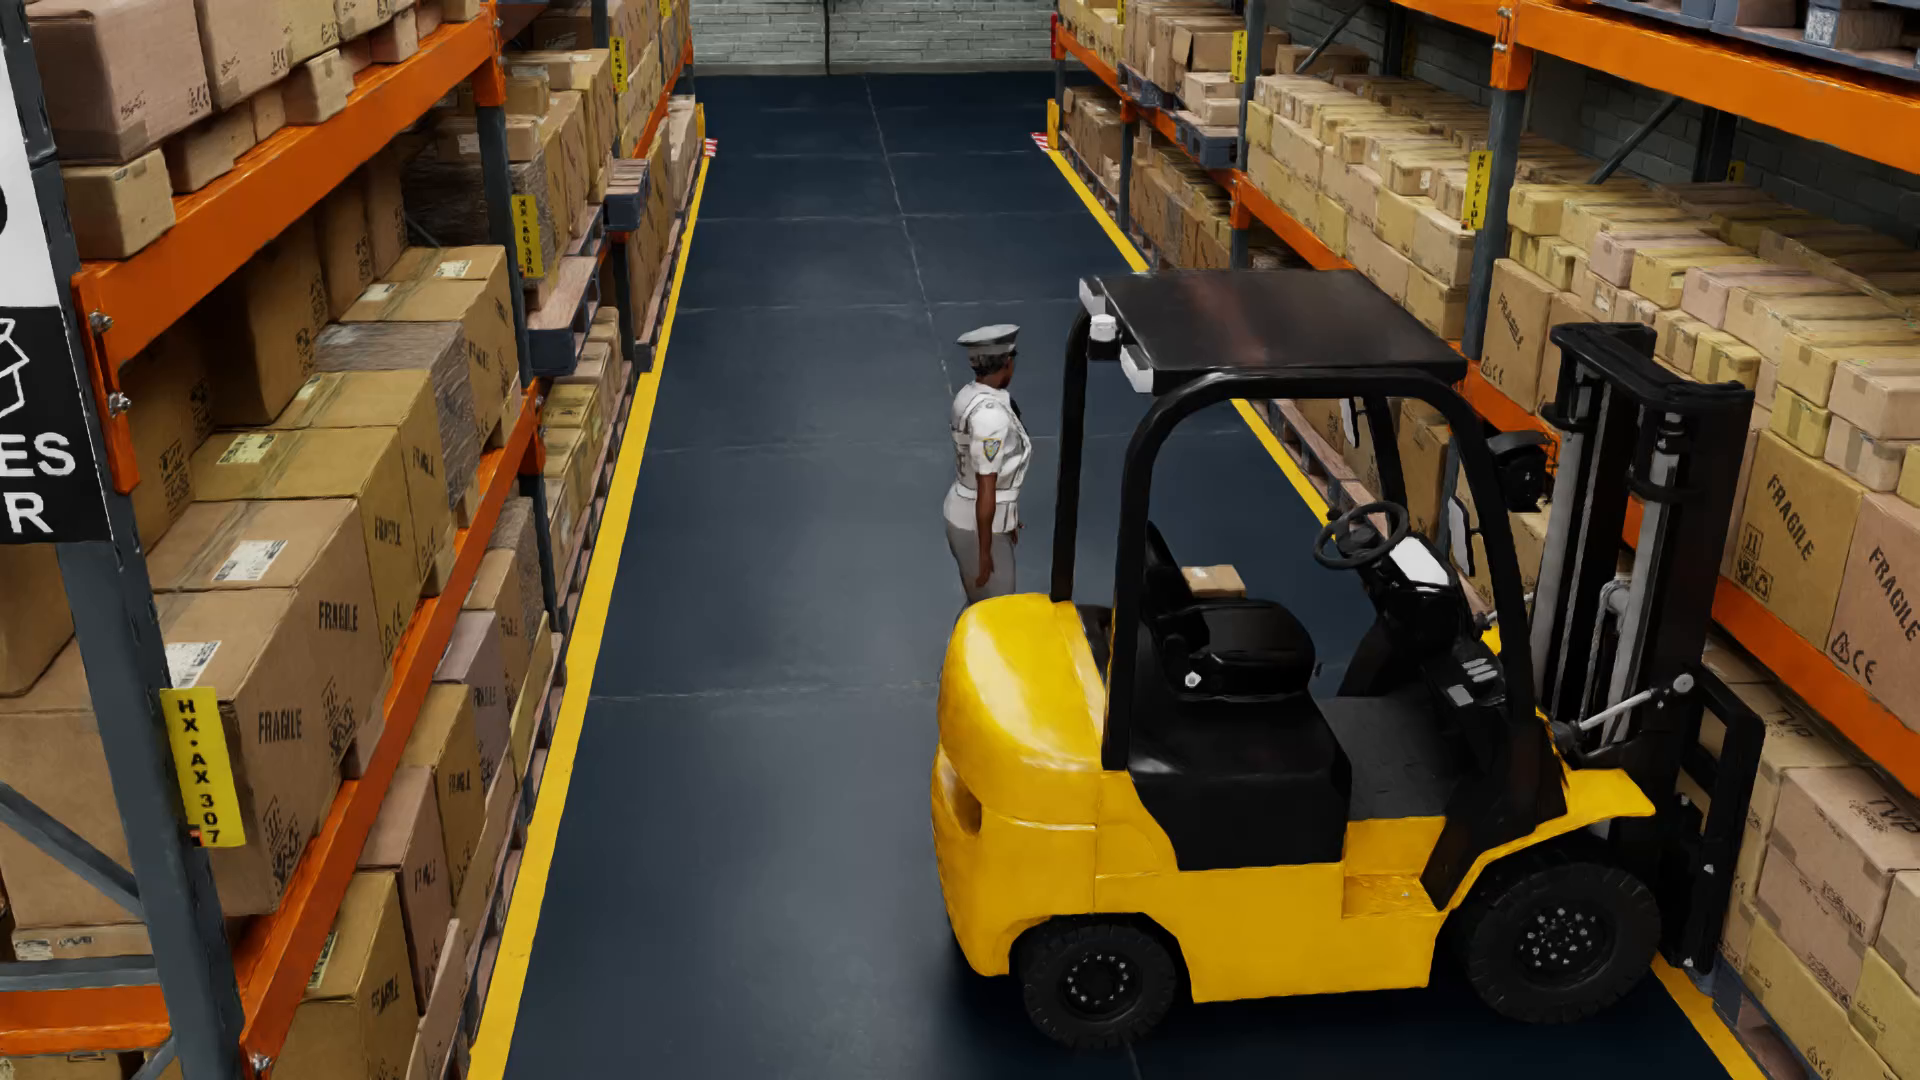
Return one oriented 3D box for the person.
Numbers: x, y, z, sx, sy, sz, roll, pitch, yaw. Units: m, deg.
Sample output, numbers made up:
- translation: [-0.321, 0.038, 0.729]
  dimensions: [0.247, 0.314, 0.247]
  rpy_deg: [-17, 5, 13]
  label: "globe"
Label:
- translation: [0.159, -0.020, 6.689]
  dimensions: [0.513, 1.652, 0.596]
  rpy_deg: [1, 24, 2]
  label: "person"
